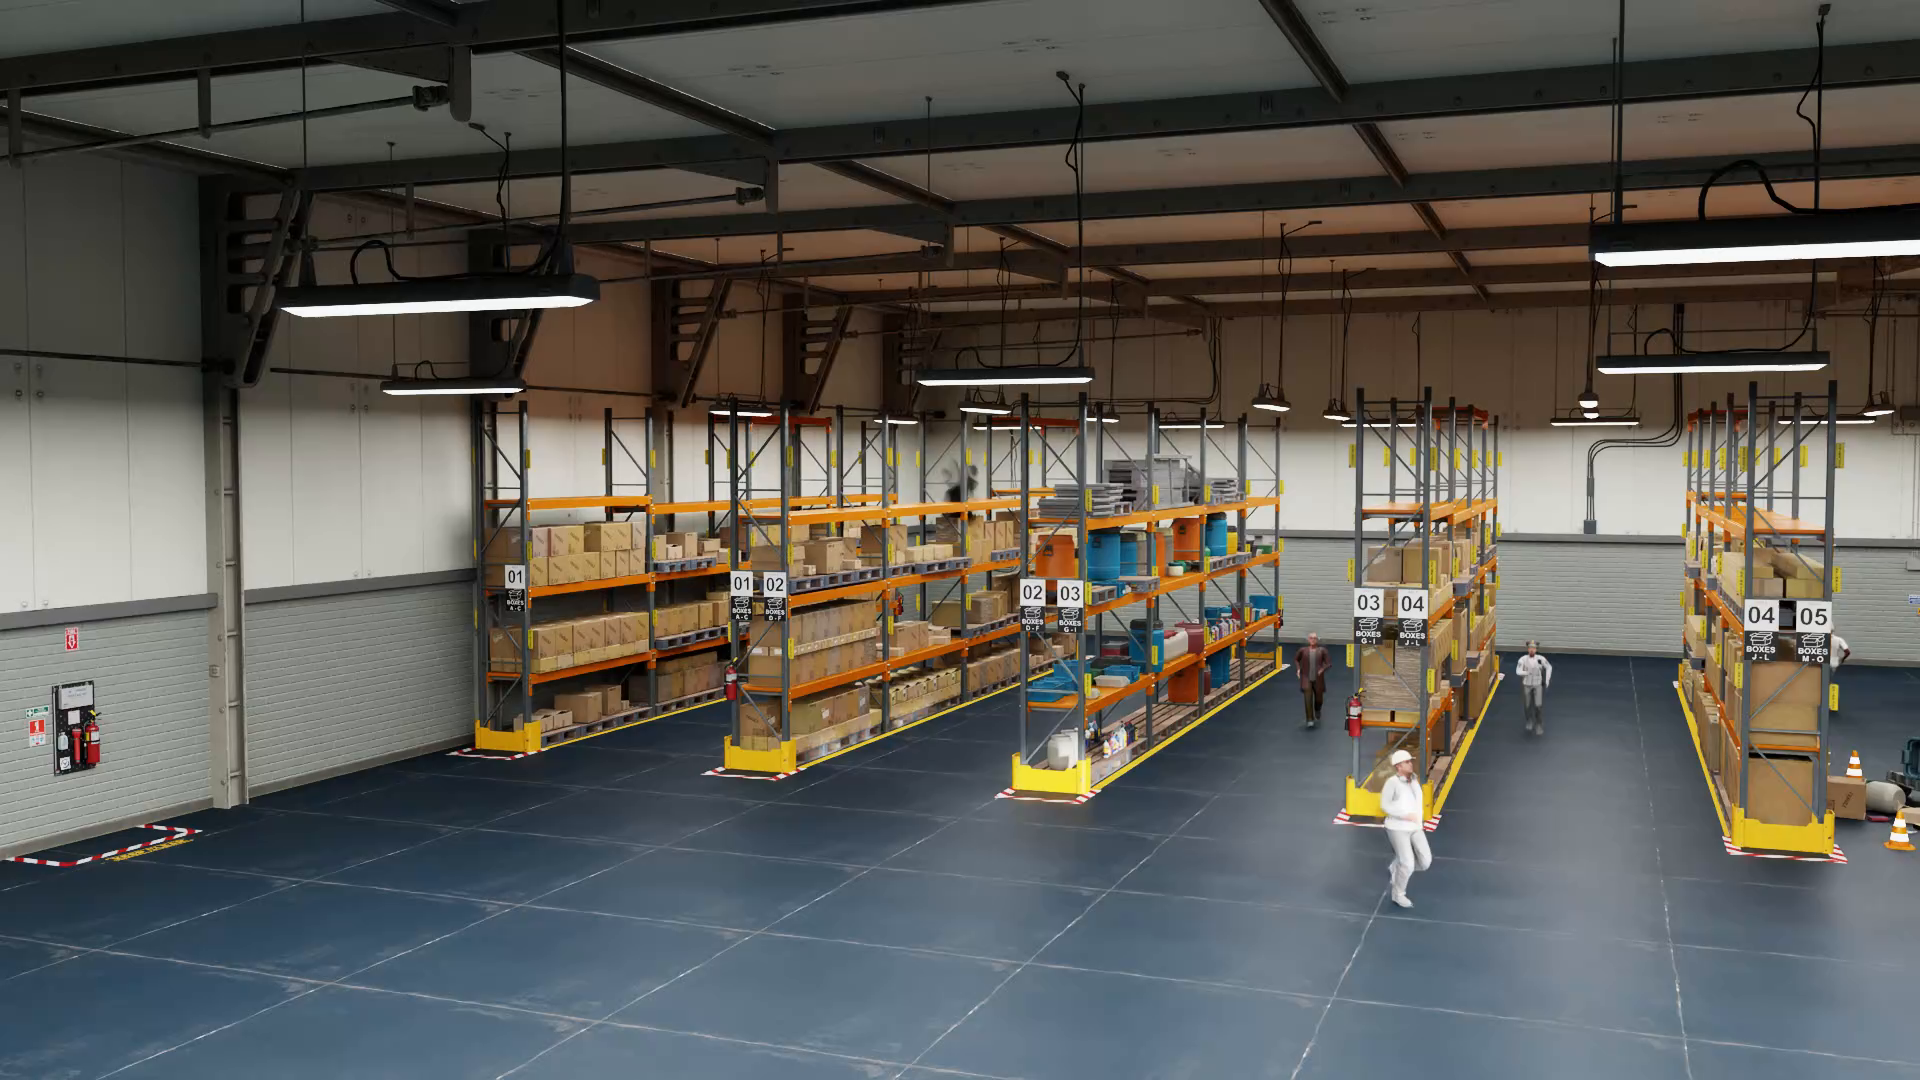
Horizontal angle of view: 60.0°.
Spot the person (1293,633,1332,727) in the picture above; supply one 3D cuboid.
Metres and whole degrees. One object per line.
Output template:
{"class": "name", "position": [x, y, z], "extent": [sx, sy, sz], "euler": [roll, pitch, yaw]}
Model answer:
{"class": "person", "position": [6.608, 2.613, 31.229], "extent": [0.715, 1.735, 0.812], "euler": [1, 3, 13]}

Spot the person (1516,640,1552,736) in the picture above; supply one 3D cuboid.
{"class": "person", "position": [10.436, 2.691, 30.275], "extent": [0.595, 1.744, 0.715], "euler": [1, 3, 23]}

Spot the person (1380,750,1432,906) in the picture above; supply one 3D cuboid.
{"class": "person", "position": [5.007, 3.227, 18.679], "extent": [0.698, 1.737, 0.591], "euler": [-2, 3, -35]}

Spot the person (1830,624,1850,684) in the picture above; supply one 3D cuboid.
{"class": "person", "position": [17.347, 2.511, 33.262], "extent": [0.714, 1.742, 0.901], "euler": [1, 3, 12]}
